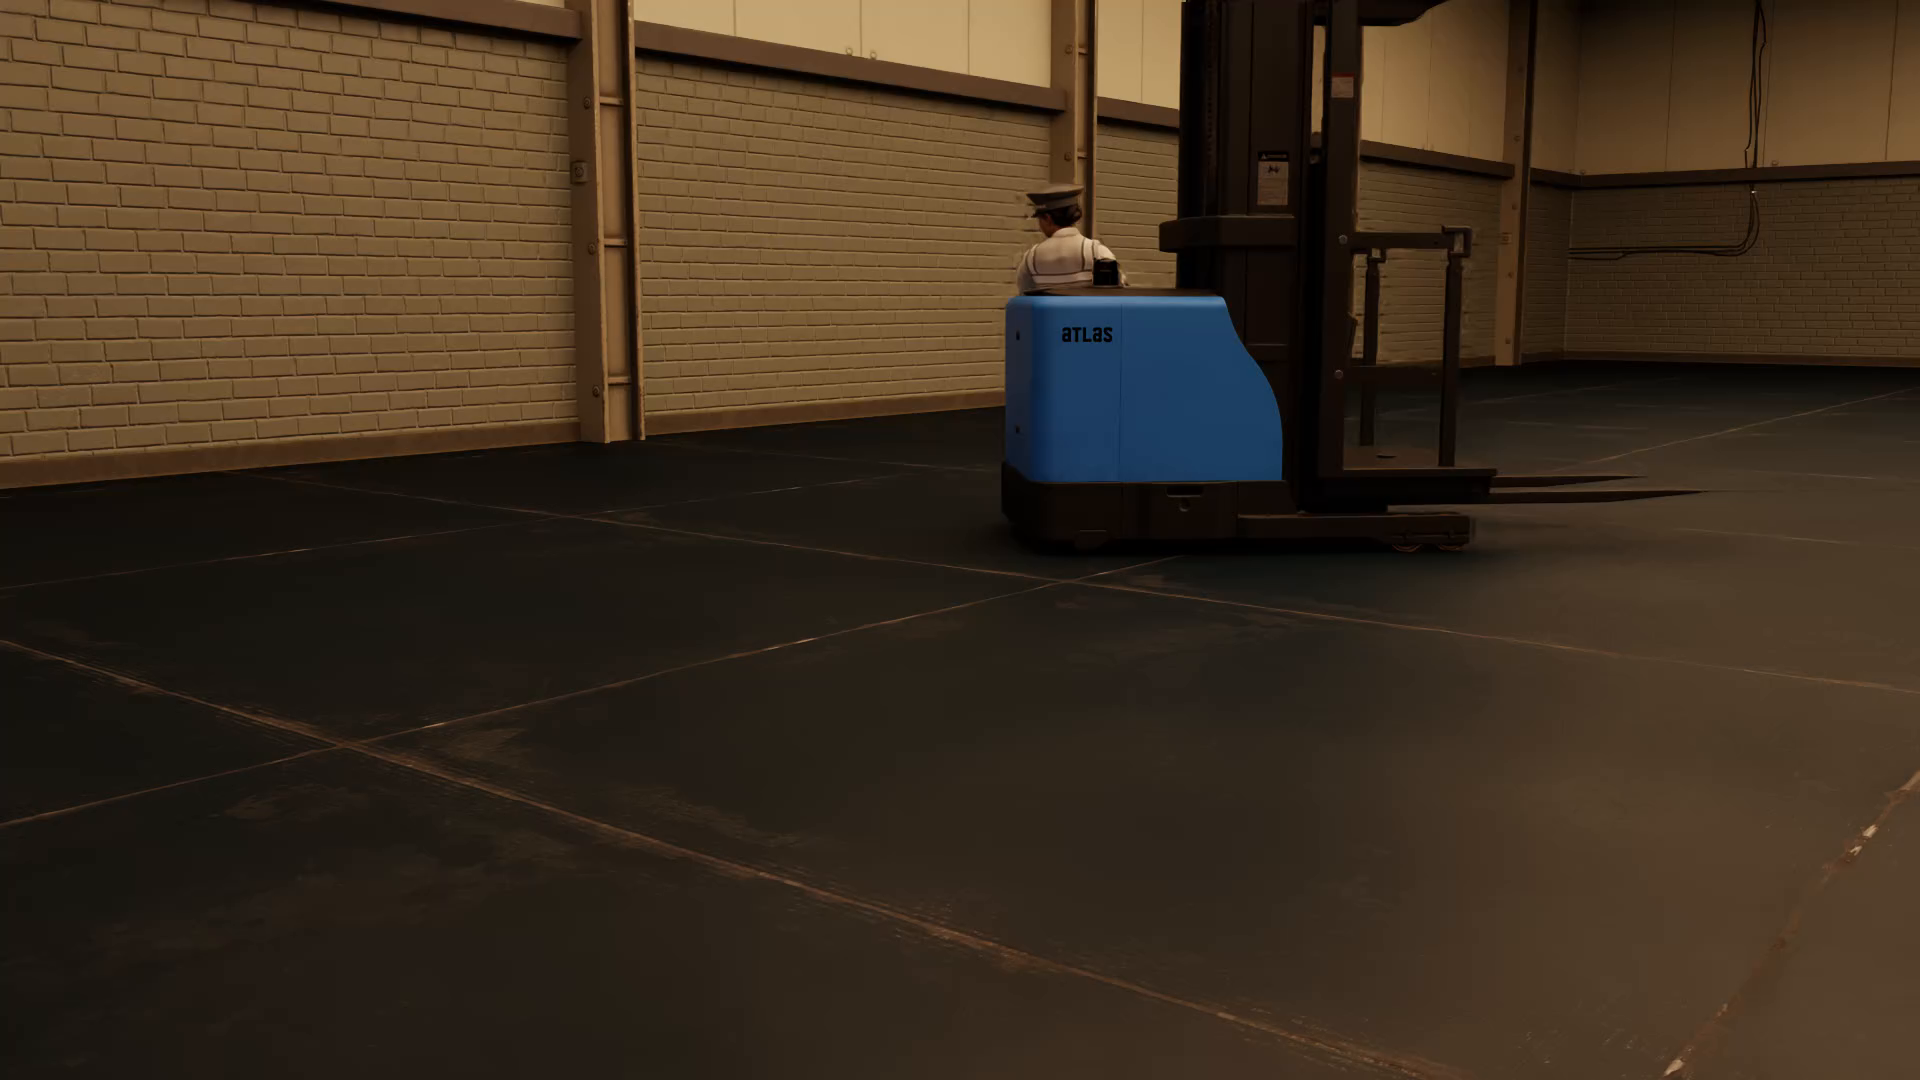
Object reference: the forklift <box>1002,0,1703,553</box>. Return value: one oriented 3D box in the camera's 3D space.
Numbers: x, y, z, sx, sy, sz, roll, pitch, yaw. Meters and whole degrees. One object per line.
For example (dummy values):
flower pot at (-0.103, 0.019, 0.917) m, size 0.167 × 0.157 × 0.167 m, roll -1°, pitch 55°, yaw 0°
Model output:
forklift at (1.747, -1.473, 7.345) m, size 3.031 × 2.935 × 1.130 m, roll -1°, pitch 8°, yaw -6°

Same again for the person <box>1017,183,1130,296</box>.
person at (0.600, -0.854, 7.791) m, size 0.666 × 1.593 × 0.794 m, roll 1°, pitch 8°, yaw 10°
